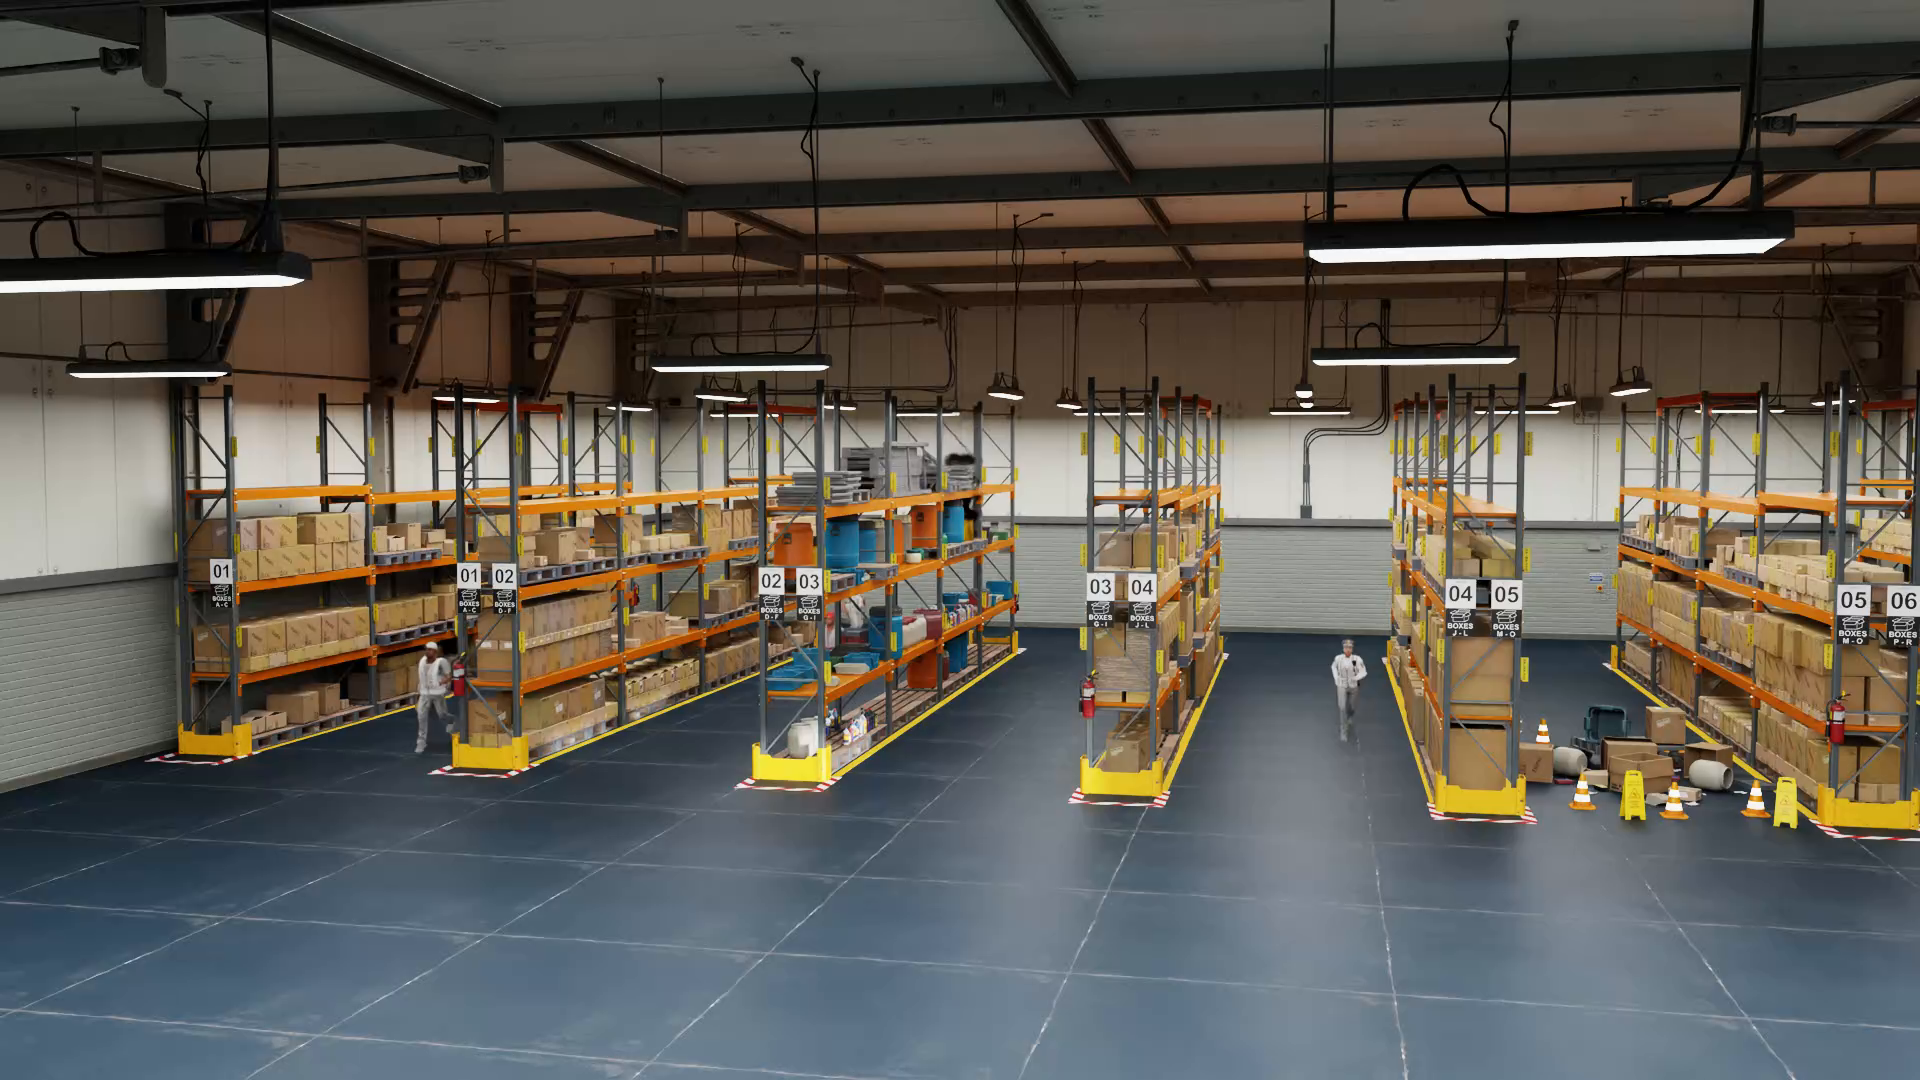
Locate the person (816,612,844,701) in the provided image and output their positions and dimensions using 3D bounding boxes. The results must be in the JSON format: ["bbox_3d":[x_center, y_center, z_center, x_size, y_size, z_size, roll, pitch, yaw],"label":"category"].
[{"bbox_3d":[-2.544,2.293,32.981,0.678,1.740,0.593,1,3,16],"label":"person"}]

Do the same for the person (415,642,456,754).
[{"bbox_3d":[-8.743,2.579,27.674,0.634,1.791,1.156,0,3,7],"label":"person"}]

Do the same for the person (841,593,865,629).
[{"bbox_3d":[-2.674,1.791,41.969,0.702,1.757,0.656,-3,4,-39],"label":"person"}]

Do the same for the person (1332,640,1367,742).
[{"bbox_3d":[6.719,2.560,28.707,0.581,1.712,1.081,1,3,11],"label":"person"}]
